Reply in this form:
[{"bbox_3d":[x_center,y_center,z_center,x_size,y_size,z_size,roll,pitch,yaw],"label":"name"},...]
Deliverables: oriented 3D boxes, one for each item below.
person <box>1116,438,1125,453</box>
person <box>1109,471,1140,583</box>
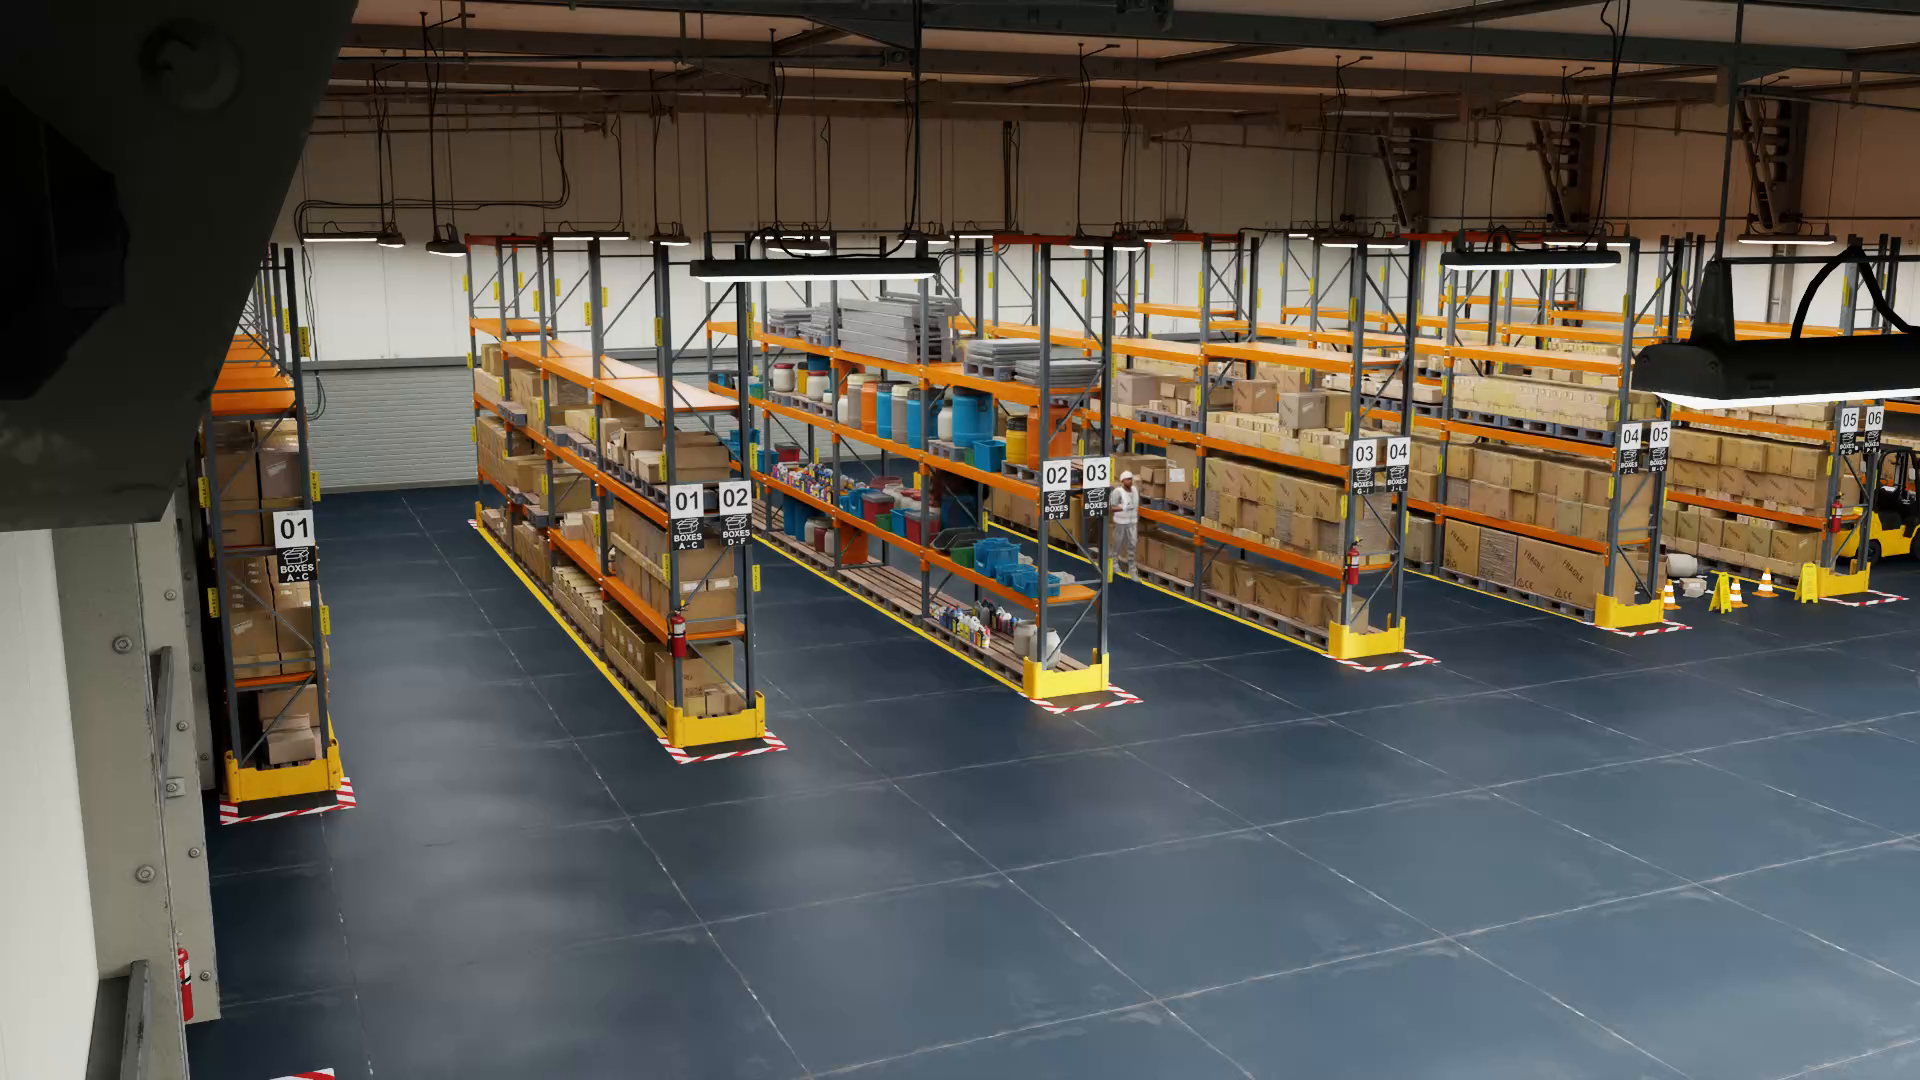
[{"bbox_3d":[4.199,-2.525,41.985,0.531,1.593,0.656,2,11,10],"label":"person"},{"bbox_3d":[2.821,-0.244,28.193,0.670,1.867,0.722,-6,12,-26],"label":"person"}]
